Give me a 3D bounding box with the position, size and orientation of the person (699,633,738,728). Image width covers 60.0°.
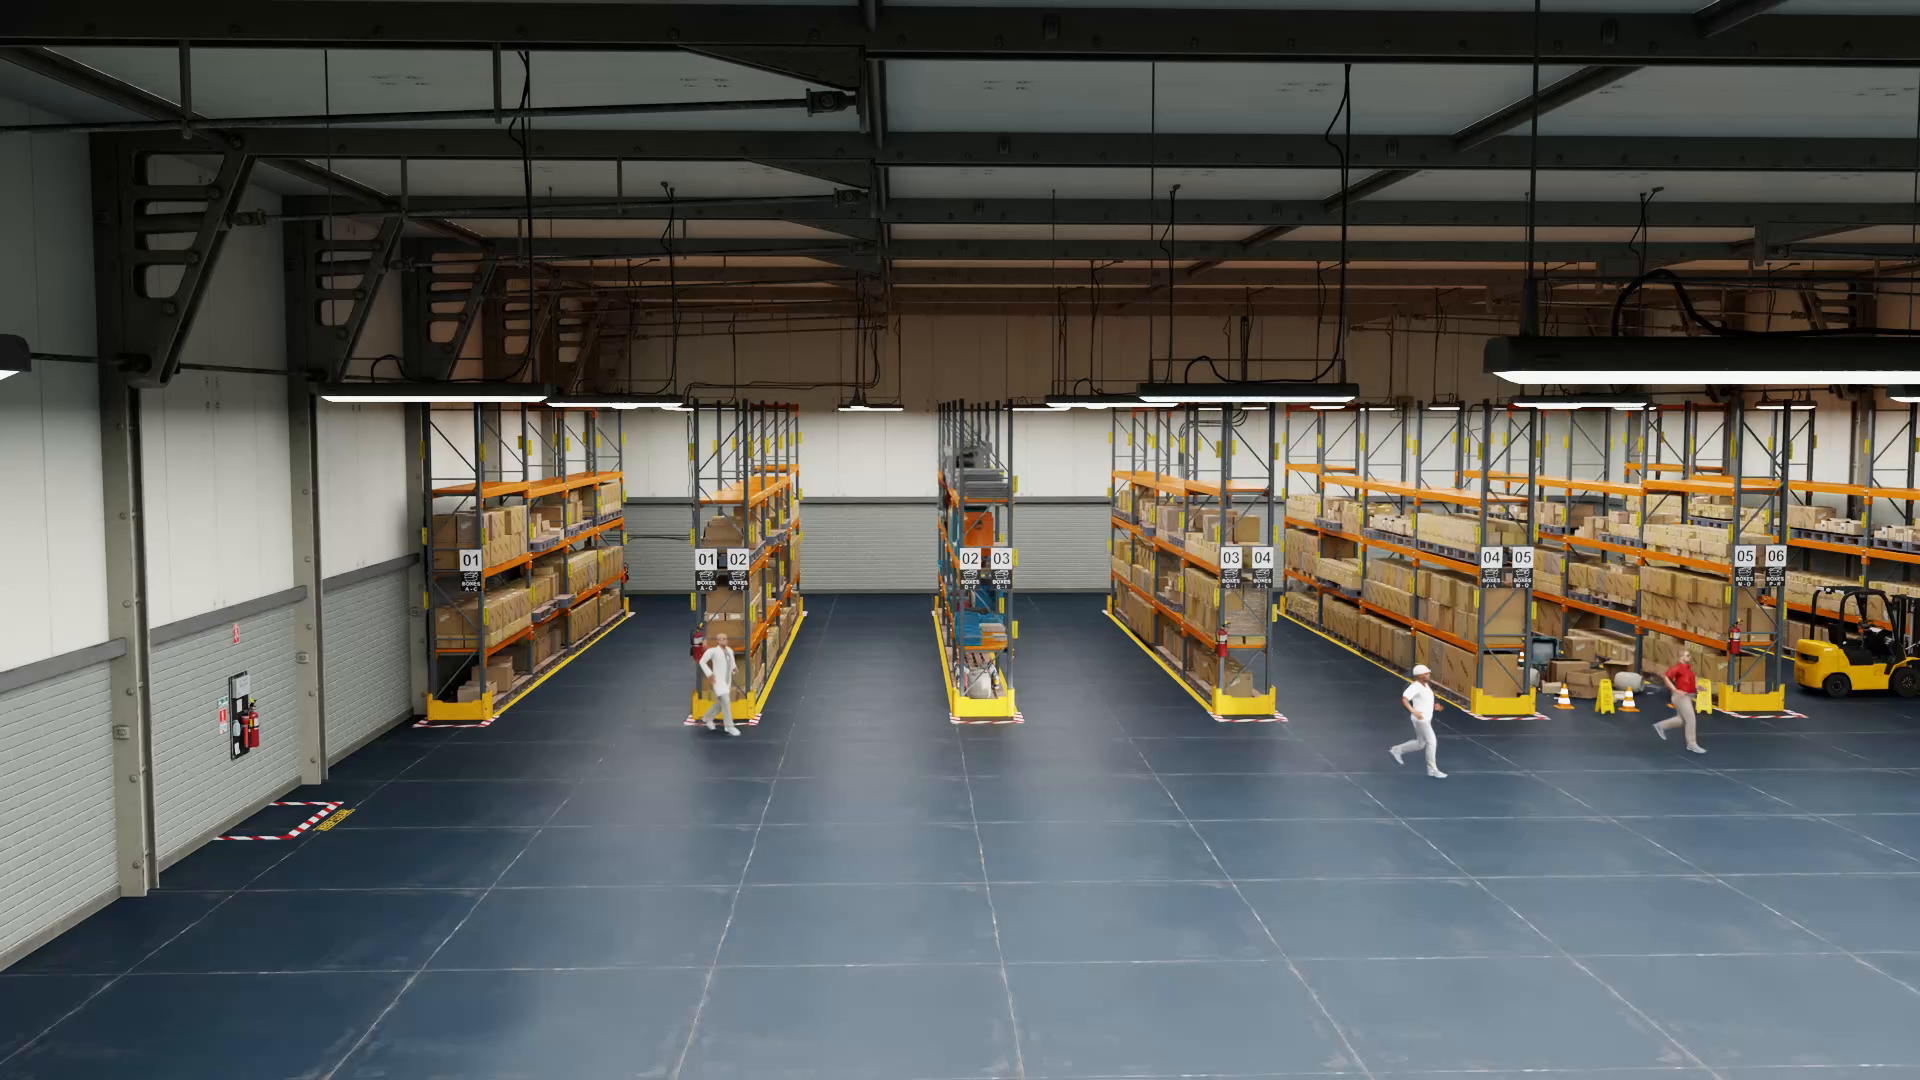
[{"bbox_3d":[-4.312,2.504,29.837,0.771,1.675,0.708,3,5,32],"label":"person"}]

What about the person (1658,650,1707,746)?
[{"bbox_3d":[12.279,2.679,28.345,0.765,1.631,0.663,4,6,40],"label":"person"}]

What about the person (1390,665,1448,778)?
[{"bbox_3d":[7.271,2.854,26.323,0.924,1.765,0.673,2,5,26],"label":"person"}]

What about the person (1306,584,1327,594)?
[{"bbox_3d":[10.554,1.459,49.262,0.641,0.936,0.415,-1,4,-13],"label":"person"}]

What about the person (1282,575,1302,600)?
[{"bbox_3d":[9.798,1.194,48.731,0.742,1.837,0.650,-1,5,-17],"label":"person"}]
